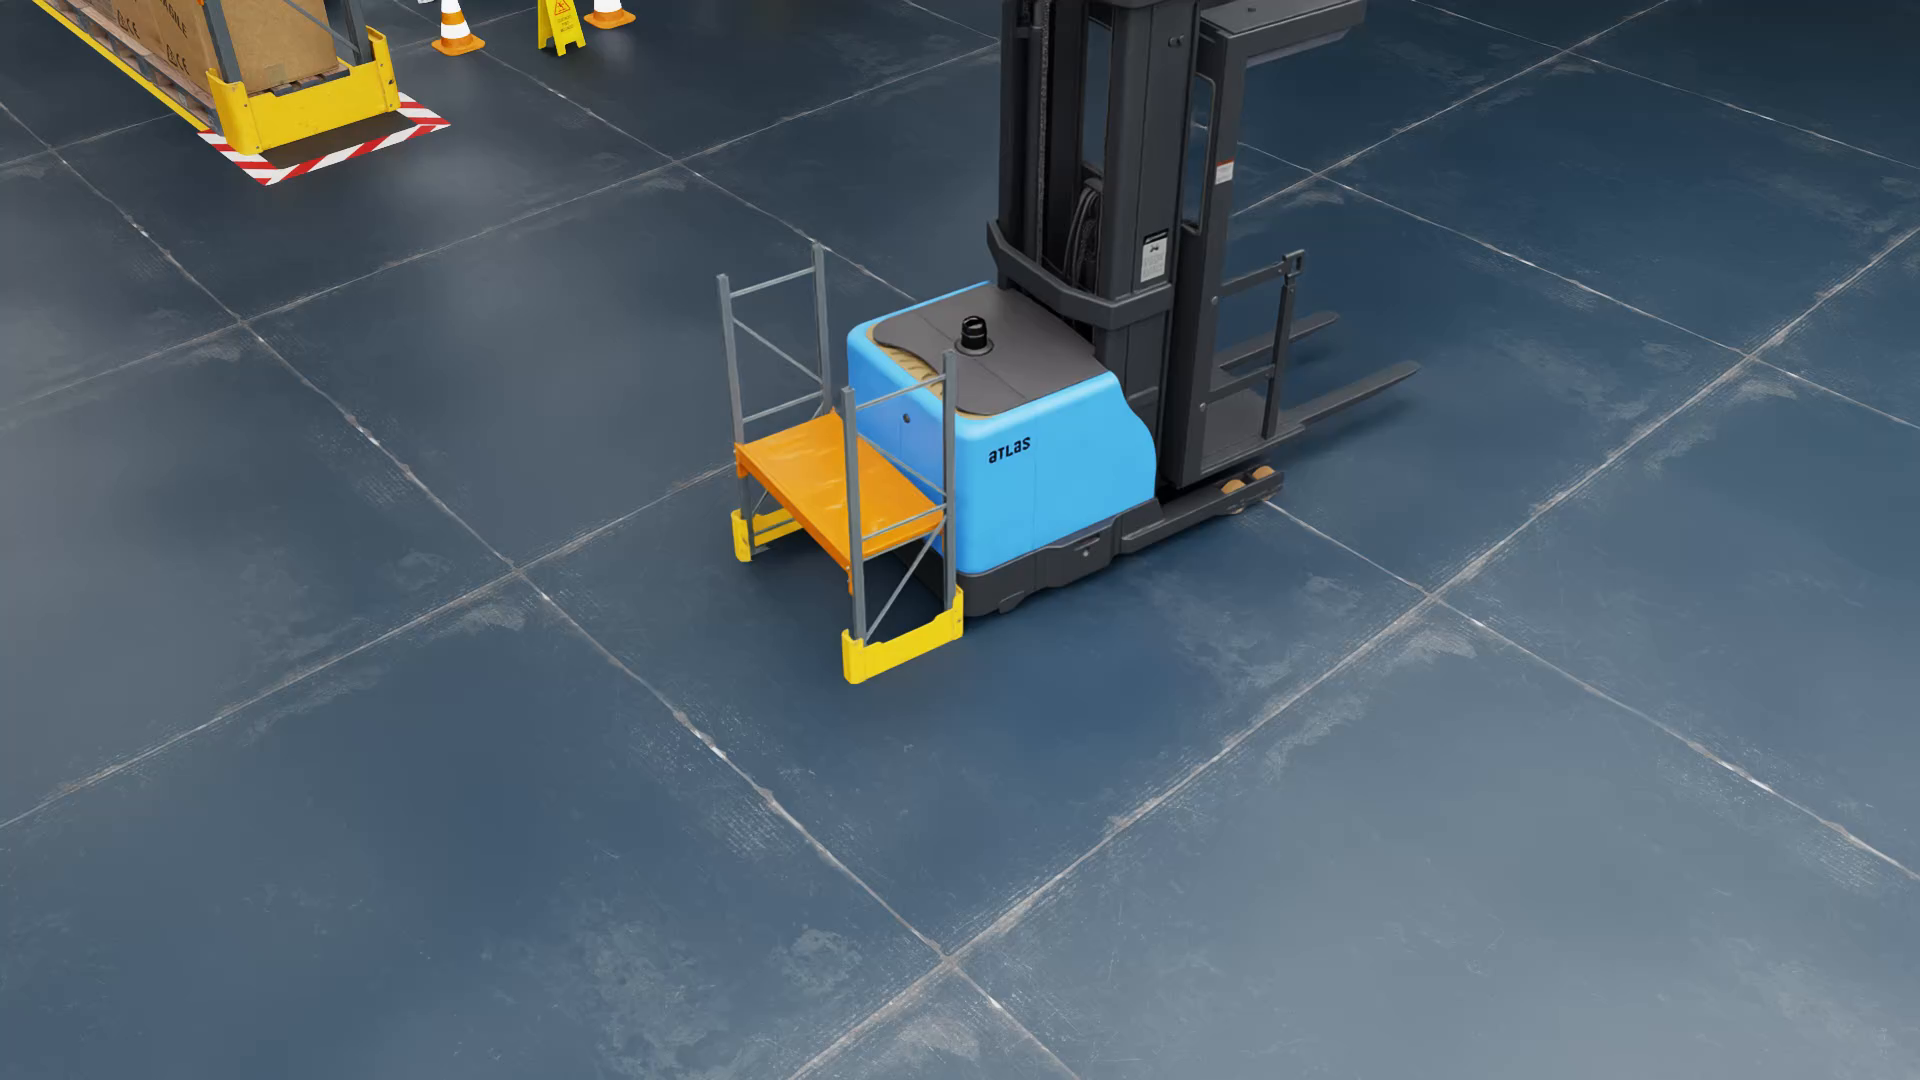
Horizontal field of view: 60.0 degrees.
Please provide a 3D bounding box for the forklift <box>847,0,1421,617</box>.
[{"bbox_3d":[0.985,-1.520,7.508,3.031,2.935,1.130,-23,44,-26],"label":"forklift"}]

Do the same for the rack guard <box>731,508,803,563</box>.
[{"bbox_3d":[-0.802,-0.110,7.895,0.587,0.250,0.087,-23,44,-26],"label":"rack guard"}]

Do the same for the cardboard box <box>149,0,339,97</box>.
[{"bbox_3d":[-4.993,-3.689,11.495,0.875,0.875,0.875,-30,47,-32],"label":"cardboard box"}]

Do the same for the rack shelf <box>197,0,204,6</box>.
[{"bbox_3d":[-5.839,-4.712,11.978,1.077,0.370,4.000,-30,48,-32],"label":"rack shelf"}]

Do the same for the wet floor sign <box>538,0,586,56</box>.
[{"bbox_3d":[-3.008,-3.979,12.371,0.232,0.644,0.267,26,45,28],"label":"wet floor sign"}]

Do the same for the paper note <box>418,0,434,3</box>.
[{"bbox_3d":[-4.268,-4.339,13.307,0.144,0.017,0.142,-15,41,-17],"label":"paper note"}]

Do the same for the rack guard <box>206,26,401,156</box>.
[{"bbox_3d":[-4.470,-3.083,11.377,1.175,0.500,0.348,-30,48,-32],"label":"rack guard"}]

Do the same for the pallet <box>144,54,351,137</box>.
[{"bbox_3d":[-5.084,-3.319,11.899,1.003,0.211,1.213,-30,48,-32],"label":"pallet"}]

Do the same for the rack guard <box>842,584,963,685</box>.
[{"bbox_3d":[-0.245,0.409,7.253,0.587,0.250,0.087,-23,44,-26],"label":"rack guard"}]

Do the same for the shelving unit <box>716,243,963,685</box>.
[{"bbox_3d":[-0.524,-0.337,7.181,0.587,1.500,1.083,-23,44,-26],"label":"shelving unit"}]

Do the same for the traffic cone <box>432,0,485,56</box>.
[{"bbox_3d":[-3.799,-3.929,12.454,0.336,0.463,0.334,-30,48,-32],"label":"traffic cone"}]

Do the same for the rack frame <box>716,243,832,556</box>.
[{"bbox_3d":[-0.803,-0.597,7.503,0.500,1.500,0.032,-23,44,-26],"label":"rack frame"}]

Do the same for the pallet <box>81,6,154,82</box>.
[{"bbox_3d":[-5.905,-3.883,12.598,1.003,0.211,1.213,-30,48,-32],"label":"pallet"}]

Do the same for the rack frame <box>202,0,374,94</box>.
[{"bbox_3d":[-4.486,-4.067,10.606,1.000,3.000,0.127,-30,48,-32],"label":"rack frame"}]

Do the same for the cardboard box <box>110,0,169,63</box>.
[{"bbox_3d":[-5.590,-4.095,11.998,0.875,0.875,0.875,-31,48,-32],"label":"cardboard box"}]

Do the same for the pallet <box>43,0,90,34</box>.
[{"bbox_3d":[-6.735,-4.448,13.297,1.003,0.211,1.213,-30,48,-32],"label":"pallet"}]

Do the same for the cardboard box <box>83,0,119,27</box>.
[{"bbox_3d":[-6.205,-4.518,12.522,0.875,0.875,0.875,-30,47,-31],"label":"cardboard box"}]

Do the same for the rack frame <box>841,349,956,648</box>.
[{"bbox_3d":[-0.234,-0.068,6.848,0.500,1.500,0.032,-23,44,-26],"label":"rack frame"}]

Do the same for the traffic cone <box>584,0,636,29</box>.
[{"bbox_3d":[-2.737,-4.252,12.854,0.336,0.463,0.334,-30,48,-32],"label":"traffic cone"}]

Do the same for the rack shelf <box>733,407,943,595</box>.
[{"bbox_3d":[-0.518,-0.192,7.288,0.538,0.185,1.000,-23,44,-26],"label":"rack shelf"}]
